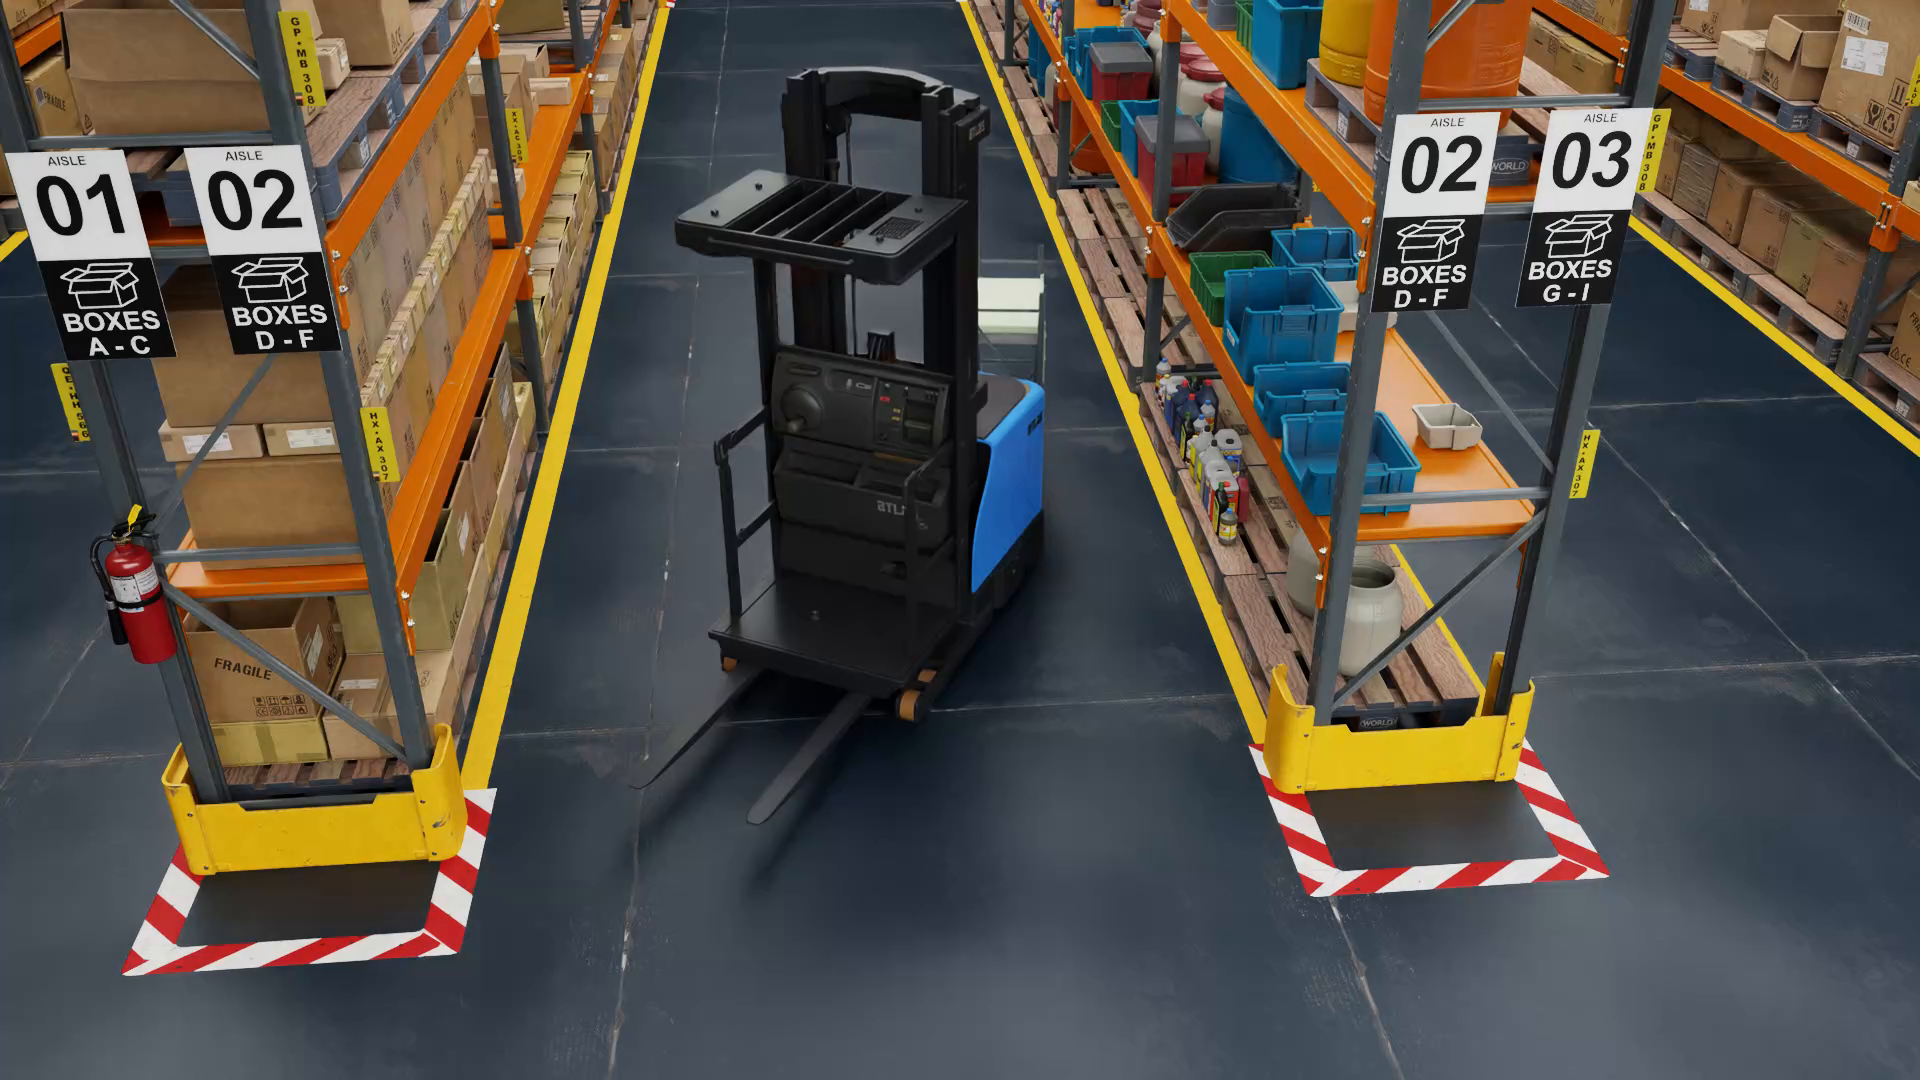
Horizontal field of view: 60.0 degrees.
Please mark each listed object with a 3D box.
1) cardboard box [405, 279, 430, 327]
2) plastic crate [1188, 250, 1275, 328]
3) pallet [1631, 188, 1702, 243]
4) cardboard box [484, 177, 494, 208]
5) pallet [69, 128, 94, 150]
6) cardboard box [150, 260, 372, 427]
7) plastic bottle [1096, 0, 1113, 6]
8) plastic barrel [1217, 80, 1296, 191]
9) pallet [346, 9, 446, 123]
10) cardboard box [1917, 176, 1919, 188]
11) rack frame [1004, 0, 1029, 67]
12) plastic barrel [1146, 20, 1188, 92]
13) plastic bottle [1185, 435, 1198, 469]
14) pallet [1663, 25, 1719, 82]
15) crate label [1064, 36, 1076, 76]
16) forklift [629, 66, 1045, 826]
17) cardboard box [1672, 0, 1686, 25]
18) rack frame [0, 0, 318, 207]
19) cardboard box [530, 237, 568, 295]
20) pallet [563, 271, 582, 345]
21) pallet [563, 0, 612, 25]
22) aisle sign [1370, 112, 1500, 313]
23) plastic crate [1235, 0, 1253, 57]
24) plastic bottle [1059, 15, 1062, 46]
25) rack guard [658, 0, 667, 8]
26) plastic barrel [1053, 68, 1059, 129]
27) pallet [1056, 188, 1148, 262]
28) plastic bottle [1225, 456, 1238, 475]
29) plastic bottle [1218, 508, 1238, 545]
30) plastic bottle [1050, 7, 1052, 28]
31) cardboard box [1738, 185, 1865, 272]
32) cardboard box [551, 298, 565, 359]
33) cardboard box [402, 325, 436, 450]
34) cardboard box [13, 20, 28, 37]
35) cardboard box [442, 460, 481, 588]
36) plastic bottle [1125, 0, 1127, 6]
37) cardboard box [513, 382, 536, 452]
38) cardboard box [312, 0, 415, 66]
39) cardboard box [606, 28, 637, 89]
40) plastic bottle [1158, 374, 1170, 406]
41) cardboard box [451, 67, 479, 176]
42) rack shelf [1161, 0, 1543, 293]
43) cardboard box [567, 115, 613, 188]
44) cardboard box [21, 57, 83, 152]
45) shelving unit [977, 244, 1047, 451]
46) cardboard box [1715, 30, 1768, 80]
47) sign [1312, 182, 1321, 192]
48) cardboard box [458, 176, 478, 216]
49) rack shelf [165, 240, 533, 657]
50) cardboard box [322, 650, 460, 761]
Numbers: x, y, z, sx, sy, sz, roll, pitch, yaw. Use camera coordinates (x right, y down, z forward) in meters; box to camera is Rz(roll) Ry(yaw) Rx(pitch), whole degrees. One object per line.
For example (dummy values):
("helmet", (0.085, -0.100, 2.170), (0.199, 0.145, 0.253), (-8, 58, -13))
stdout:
("cardboard box", (-2.773, -1.133, 7.992), (0.380, 0.149, 0.250), (-3, 31, -5))
("plastic crate", (1.575, -1.424, 9.415), (0.450, 0.188, 0.662), (-3, 31, -5))
("pallet", (6.359, -2.904, 14.407), (1.003, 0.211, 1.213), (-3, 31, -5))
("cardboard box", (-3.292, -2.171, 10.605), (0.500, 0.250, 0.500), (-1, 31, -1))
("pallet", (-8.617, -3.619, 15.603), (1.003, 0.211, 1.213), (-3, 31, -5))
("cardboard box", (-2.865, -0.809, 6.817), (0.700, 0.500, 0.500), (-3, 31, -4))
("plastic bottle", (1.358, -5.192, 15.566), (0.144, 0.351, 0.185), (-3, 31, -5))
("plastic barrel", (1.995, -2.648, 10.769), (0.600, 0.901, 0.708), (-3, 31, -5))
("pallet", (-2.986, -2.180, 7.635), (1.003, 0.211, 1.213), (-3, 31, -5))
("cardboard box", (6.641, -2.396, 10.449), (0.875, 0.500, 0.500), (-3, 31, -5))
("rack frame", (0.982, -6.306, 17.381), (1.000, 3.000, 0.127), (-3, 31, -5))
("plastic barrel", (1.665, -3.796, 13.072), (0.421, 0.512, 0.421), (0, 31, 0))
("plastic bottle", (1.413, -0.535, 10.020), (0.097, 0.201, 0.097), (0, 31, 0))
("pallet", (6.460, -4.060, 13.808), (1.213, 0.211, 1.003), (-3, 31, -5))
("crate label", (1.022, -3.958, 13.615), (0.303, 0.233, 0.416), (-3, 31, -5))
("forklift", (-0.576, -0.606, 7.906), (1.130, 2.935, 3.031), (13, 33, 20))
("cardboard box", (6.513, -4.805, 14.771), (0.500, 0.500, 0.500), (-2, 31, -3))
("rack frame", (-2.829, -2.519, 5.192), (1.000, 3.000, 0.127), (-3, 31, -5))
("cardboard box", (-3.084, -1.969, 11.847), (0.500, 0.311, 0.500), (-4, 31, -6))
("pallet", (-3.427, -1.787, 12.536), (1.003, 0.211, 1.213), (-3, 31, -5))
("pallet", (-3.763, -4.938, 15.279), (1.003, 0.211, 1.213), (-3, 31, -5))
("aisle sign", (1.814, -1.244, 6.372), (0.394, 0.787, 0.004), (-3, 31, -5))
("plastic crate", (1.606, -2.599, 8.458), (0.336, 0.188, 0.450), (-3, 31, -5))
("plastic bottle", (0.893, -4.399, 14.304), (0.061, 0.283, 0.133), (-3, 31, -5))
("rack guard", (-4.317, -7.000, 20.982), (1.175, 0.500, 0.348), (-3, 31, -5))
("plastic barrel", (1.188, -4.234, 15.855), (0.600, 0.588, 0.708), (-3, 31, -5))
("pallet", (1.389, -2.669, 14.012), (1.003, 0.211, 1.213), (-3, 31, -5))
("plastic bottle", (1.583, -0.396, 9.788), (0.097, 0.201, 0.097), (0, 31, 0))
("plastic bottle", (1.495, -0.083, 9.264), (0.097, 0.201, 0.097), (0, 31, 0))
("plastic bottle", (0.852, -4.691, 14.872), (0.097, 0.201, 0.097), (0, 31, 0))
("cardboard box", (6.546, -2.419, 12.883), (0.700, 0.500, 0.500), (-5, 31, -9))
("cardboard box", (-3.040, -1.464, 11.548), (0.500, 0.250, 0.500), (-2, 31, -3))
("cardboard box", (-2.954, -0.747, 7.978), (0.700, 0.500, 0.500), (-3, 31, -4))
("cardboard box", (-8.456, -4.524, 14.625), (0.380, 0.149, 0.250), (-2, 31, -4))
("cardboard box", (-2.766, -0.060, 8.465), (0.500, 0.500, 0.500), (-3, 31, -5))
("plastic bottle", (1.567, -4.977, 15.282), (0.097, 0.271, 0.097), (0, 31, 0))
("cardboard box", (-2.942, -0.759, 10.368), (0.500, 0.250, 0.500), (-3, 31, -5))
("cardboard box", (-2.712, -2.376, 7.233), (0.500, 0.500, 0.500), (-3, 31, -5))
("cardboard box", (-3.619, -4.948, 17.117), (0.500, 0.500, 0.500), (-3, 31, -5))
("plastic bottle", (1.332, -0.973, 10.754), (0.097, 0.201, 0.097), (0, 31, 0))
("cardboard box", (-3.155, -2.359, 9.412), (0.700, 0.500, 0.500), (-3, 31, -4))
("rack shelf", (1.916, -2.179, 8.249), (1.077, 0.370, 4.000), (-3, 31, -5))
("cardboard box", (-3.334, -3.390, 14.508), (0.500, 0.500, 0.500), (-1, 31, -2))
("cardboard box", (-8.522, -3.875, 15.000), (0.750, 0.750, 0.750), (-3, 31, -5))
("shelving unit", (0.278, -0.894, 9.785), (0.431, 1.500, 0.755), (1, 31, 2))
("cardboard box", (6.215, -3.750, 12.839), (0.500, 0.250, 0.500), (-4, 31, -6))
("sign", (2.278, -2.361, 10.507), (0.100, 0.325, 0.005), (-3, 31, -5))
("cardboard box", (-2.916, -1.919, 9.307), (0.380, 0.149, 0.250), (-4, 31, -6))
("rack shelf", (-3.016, -0.656, 8.624), (1.077, 0.370, 4.000), (-3, 31, -5))
("cardboard box", (-2.657, 0.772, 7.804), (0.500, 0.250, 0.500), (-3, 31, -5))
